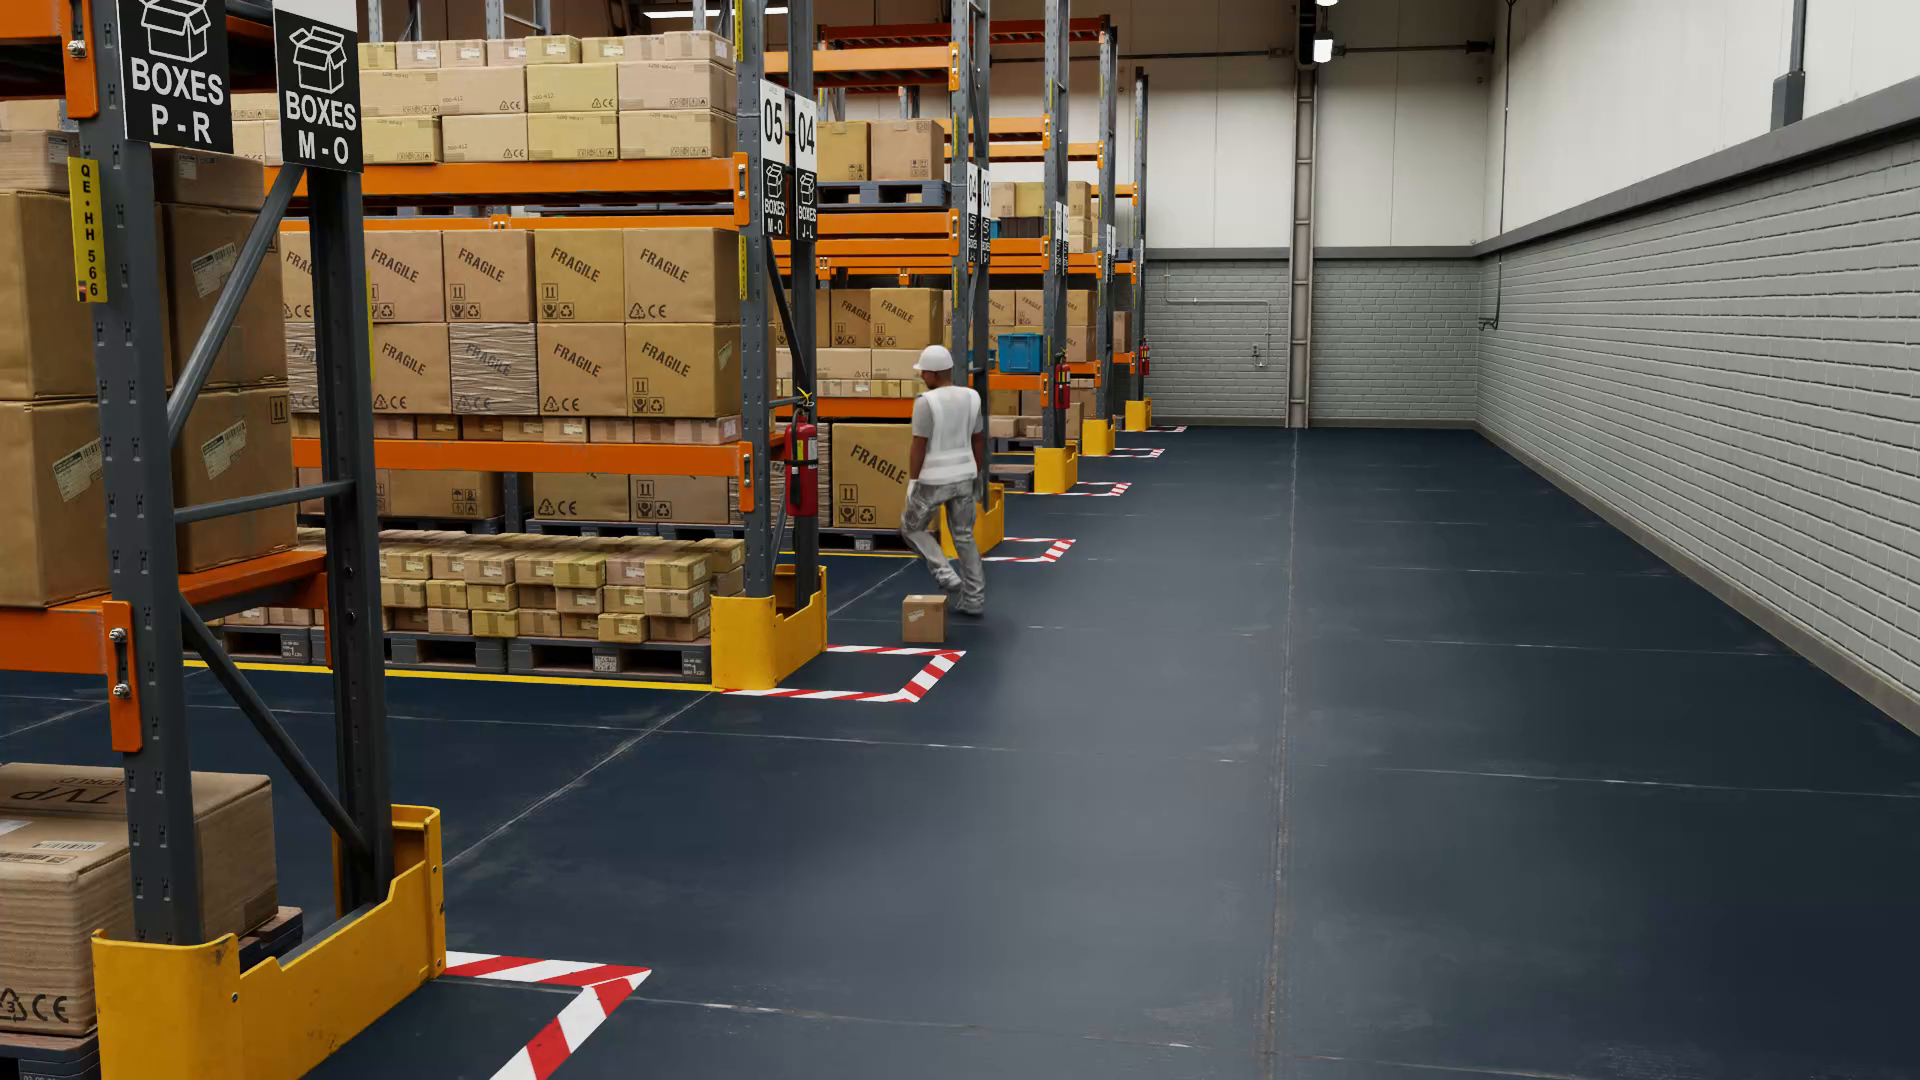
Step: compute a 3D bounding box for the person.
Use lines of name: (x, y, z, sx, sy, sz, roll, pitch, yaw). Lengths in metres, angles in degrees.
person: (-0.135, -0.390, 10.918, 0.647, 1.768, 0.456, -6, 10, -35)
